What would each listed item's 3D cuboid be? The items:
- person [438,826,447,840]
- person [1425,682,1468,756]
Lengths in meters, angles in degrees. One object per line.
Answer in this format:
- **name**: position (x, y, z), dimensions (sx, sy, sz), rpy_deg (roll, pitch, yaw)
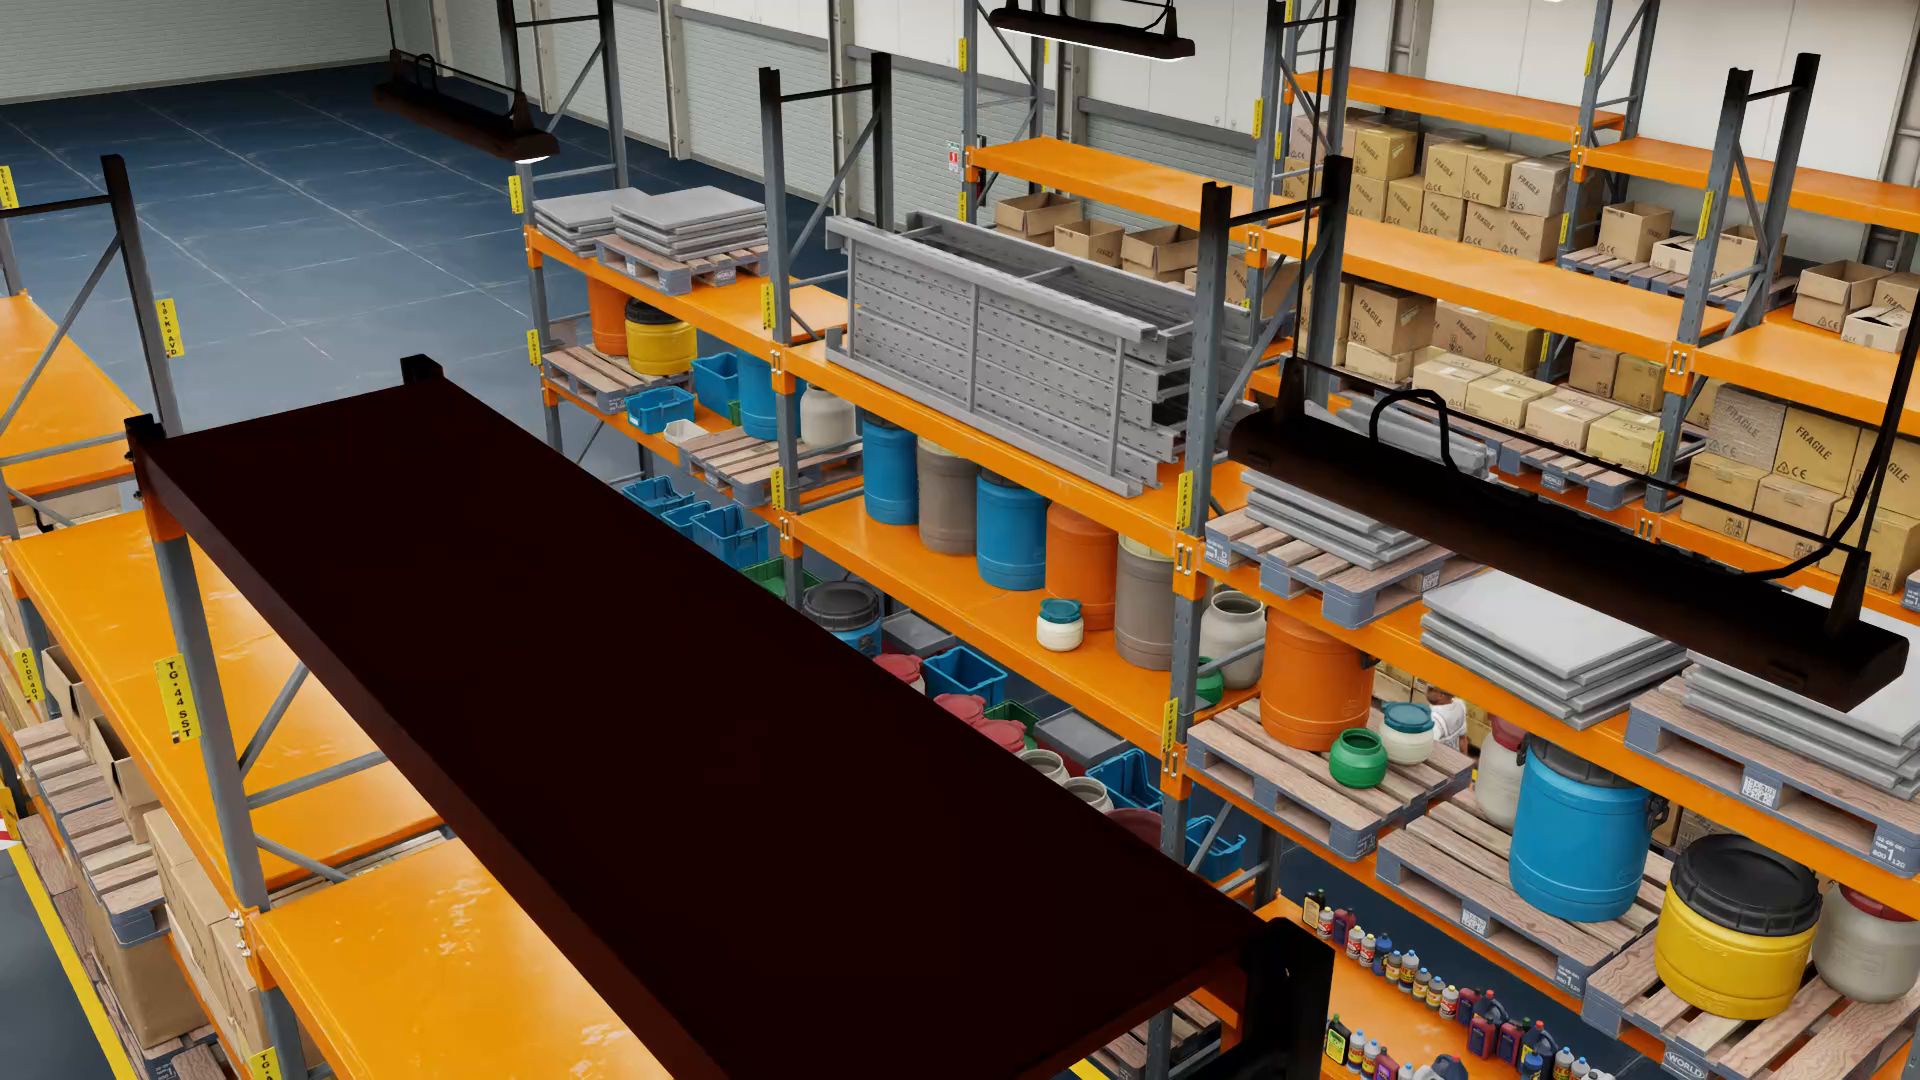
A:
- **person**: position (-4.046, 1.800, 12.520), dimensions (0.609, 1.757, 0.490), rpy_deg (-14, 29, -26)
- **person**: position (3.528, 1.711, 12.703), dimensions (1.072, 1.707, 0.604), rpy_deg (21, 33, 37)
